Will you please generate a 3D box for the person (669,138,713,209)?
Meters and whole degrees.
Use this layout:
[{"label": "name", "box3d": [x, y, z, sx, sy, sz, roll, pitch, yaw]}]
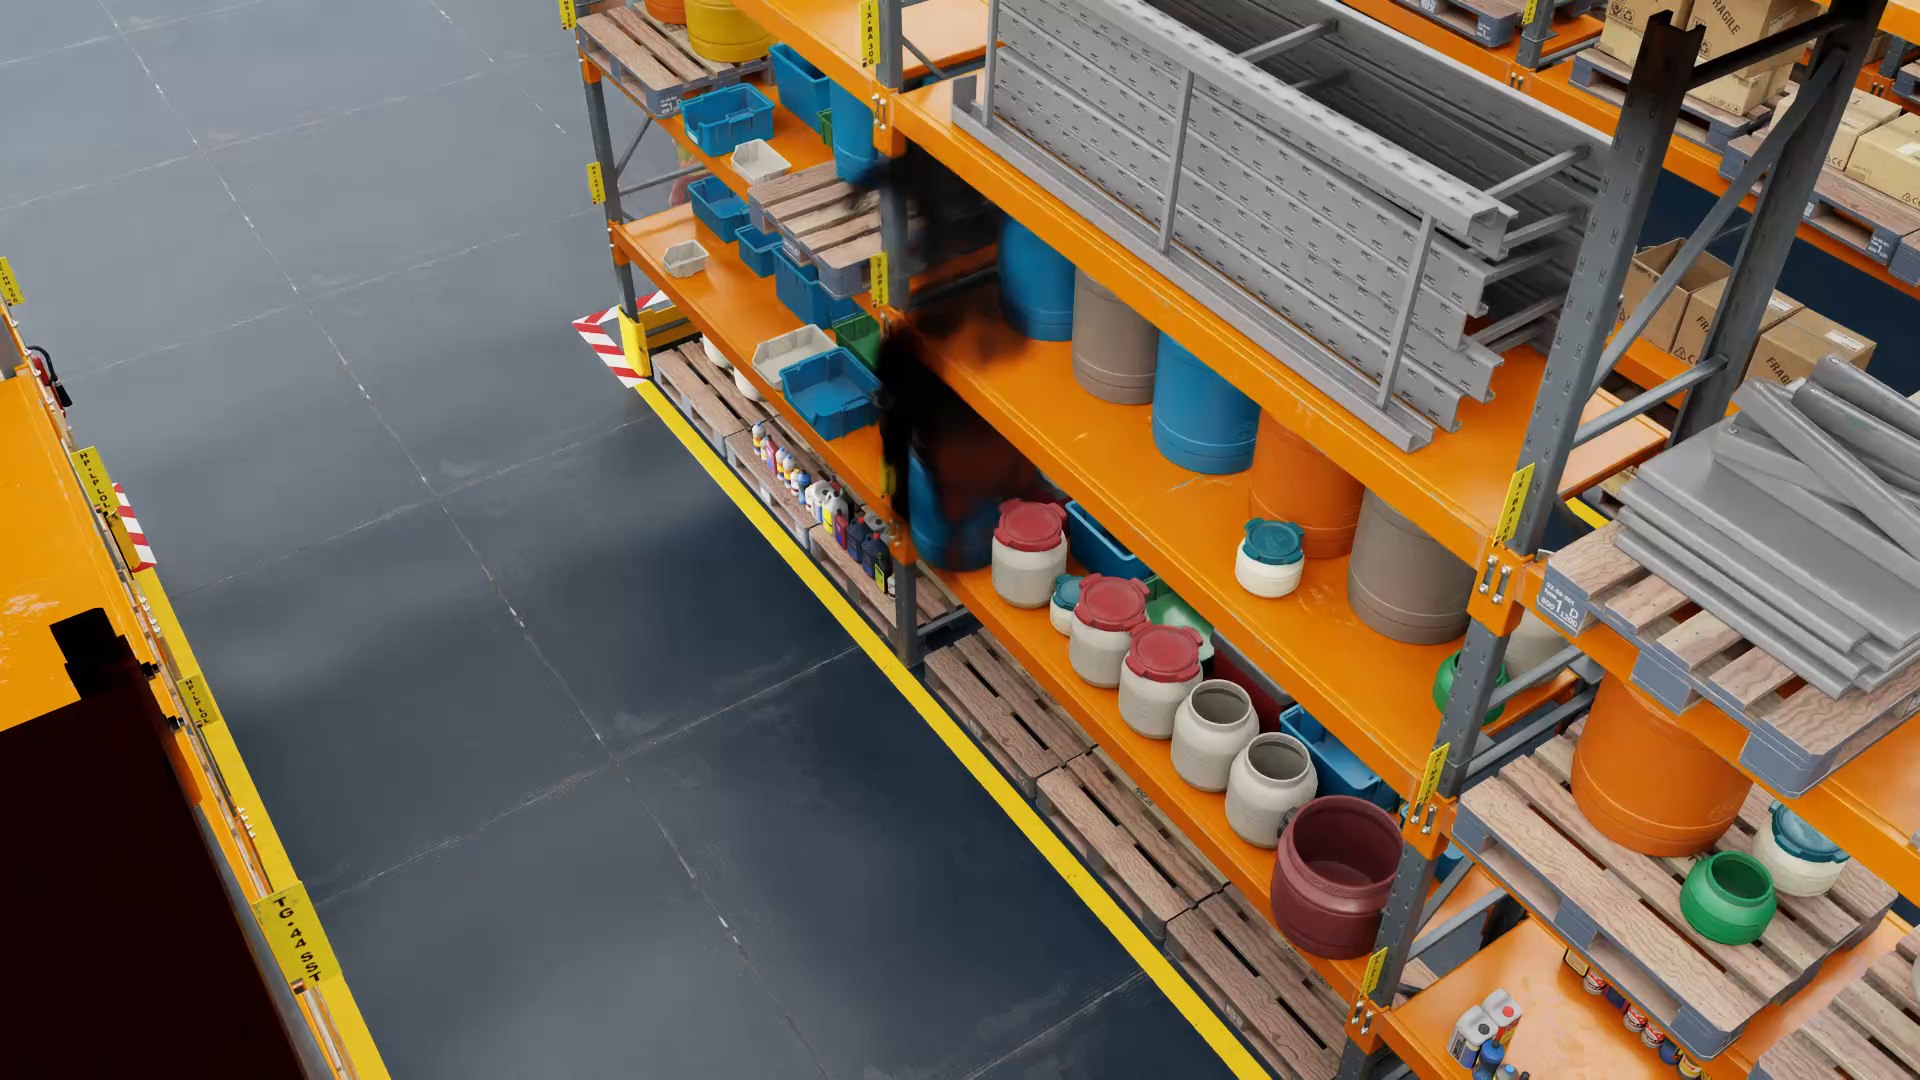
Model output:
[{"label": "person", "box3d": [-2.145, -3.092, 13.938, 0.797, 1.666, 0.589, 10, 44, 11]}]
